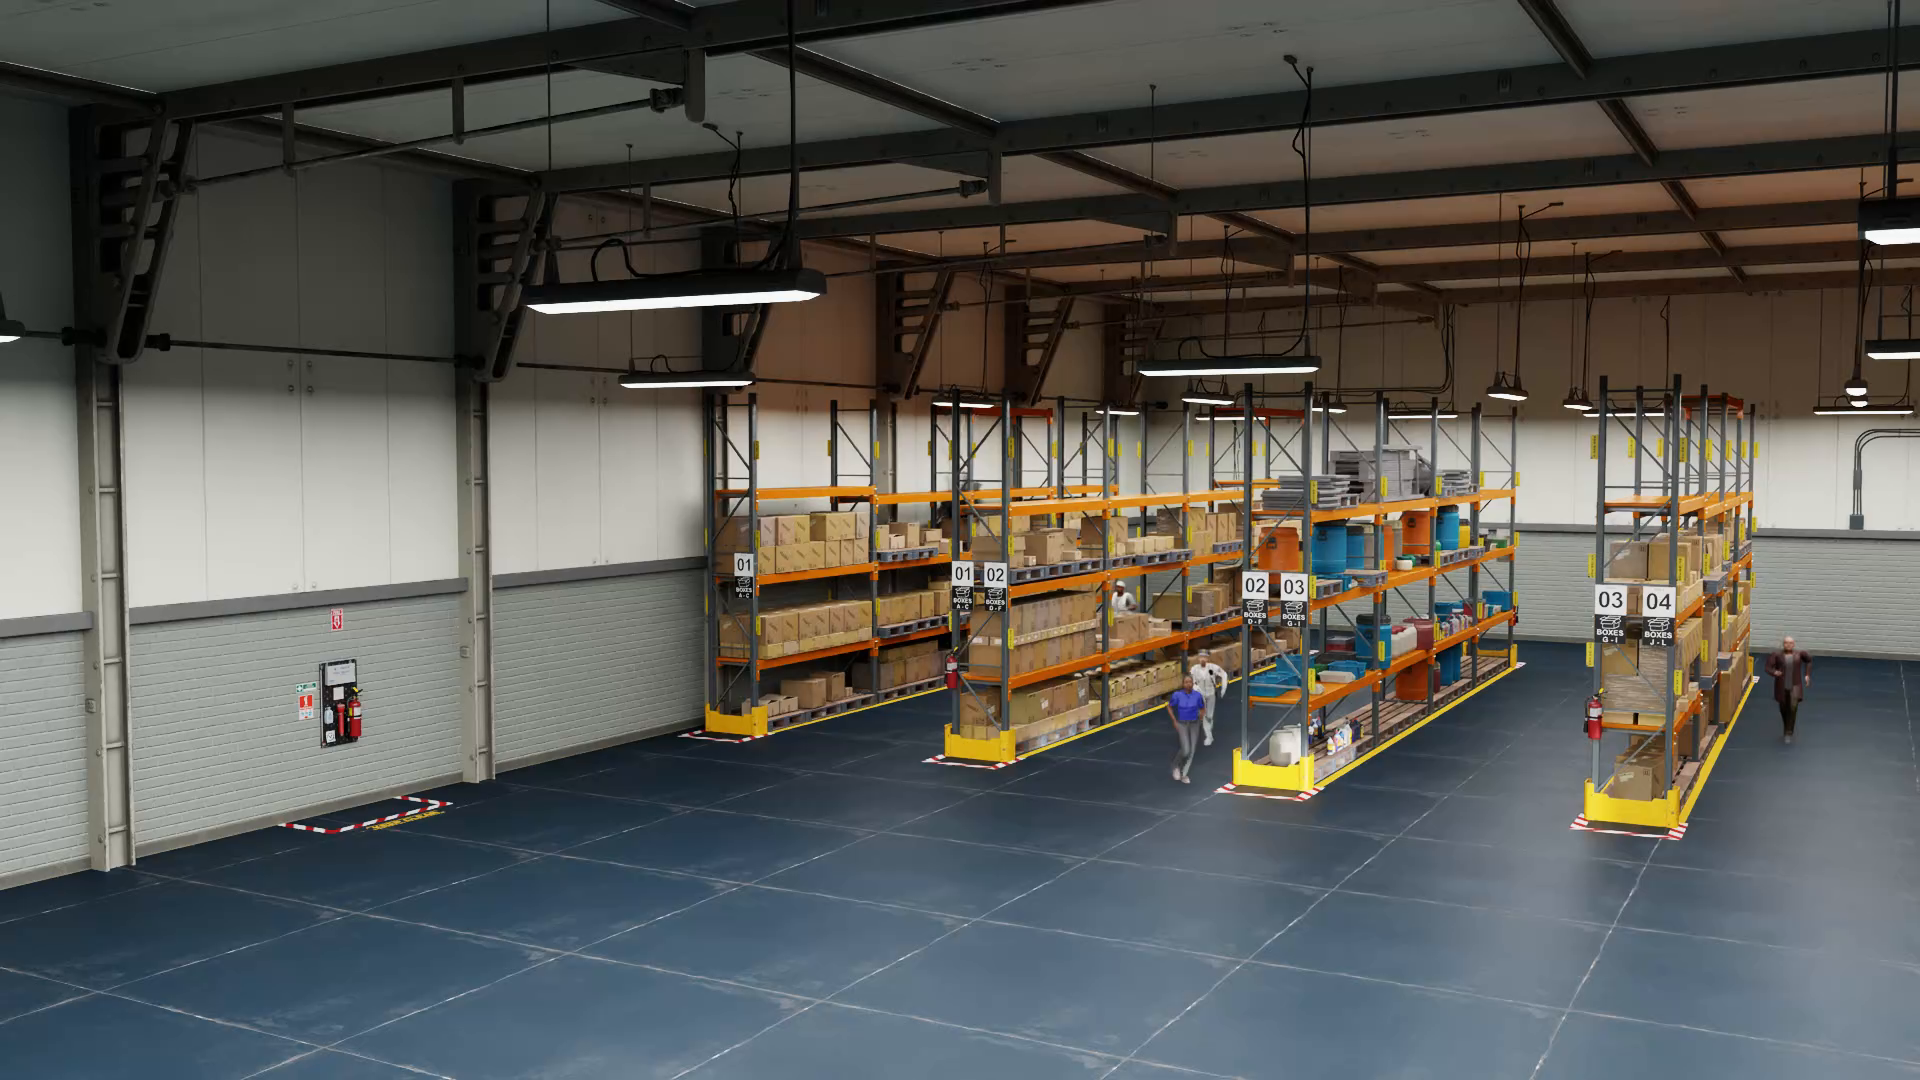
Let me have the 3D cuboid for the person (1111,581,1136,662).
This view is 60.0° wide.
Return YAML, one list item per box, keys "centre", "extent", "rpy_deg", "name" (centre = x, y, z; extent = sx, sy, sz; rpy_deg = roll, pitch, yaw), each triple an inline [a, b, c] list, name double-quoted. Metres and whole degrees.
- centre: [3.661, 1.830, 37.448]
  extent: [0.665, 1.817, 0.889]
  rpy_deg: [2, 4, 31]
  name: "person"

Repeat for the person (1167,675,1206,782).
- centre: [3.433, 2.843, 24.950]
  extent: [0.559, 1.610, 0.584]
  rpy_deg: [0, 3, -8]
  name: "person"

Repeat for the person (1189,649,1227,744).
- centre: [4.189, 2.664, 28.256]
  extent: [0.653, 1.646, 0.610]
  rpy_deg: [1, 3, 15]
  name: "person"

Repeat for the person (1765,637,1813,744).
- centre: [14.333, 2.578, 28.781]
  extent: [0.742, 1.834, 1.010]
  rpy_deg: [1, 3, 26]
  name: "person"
